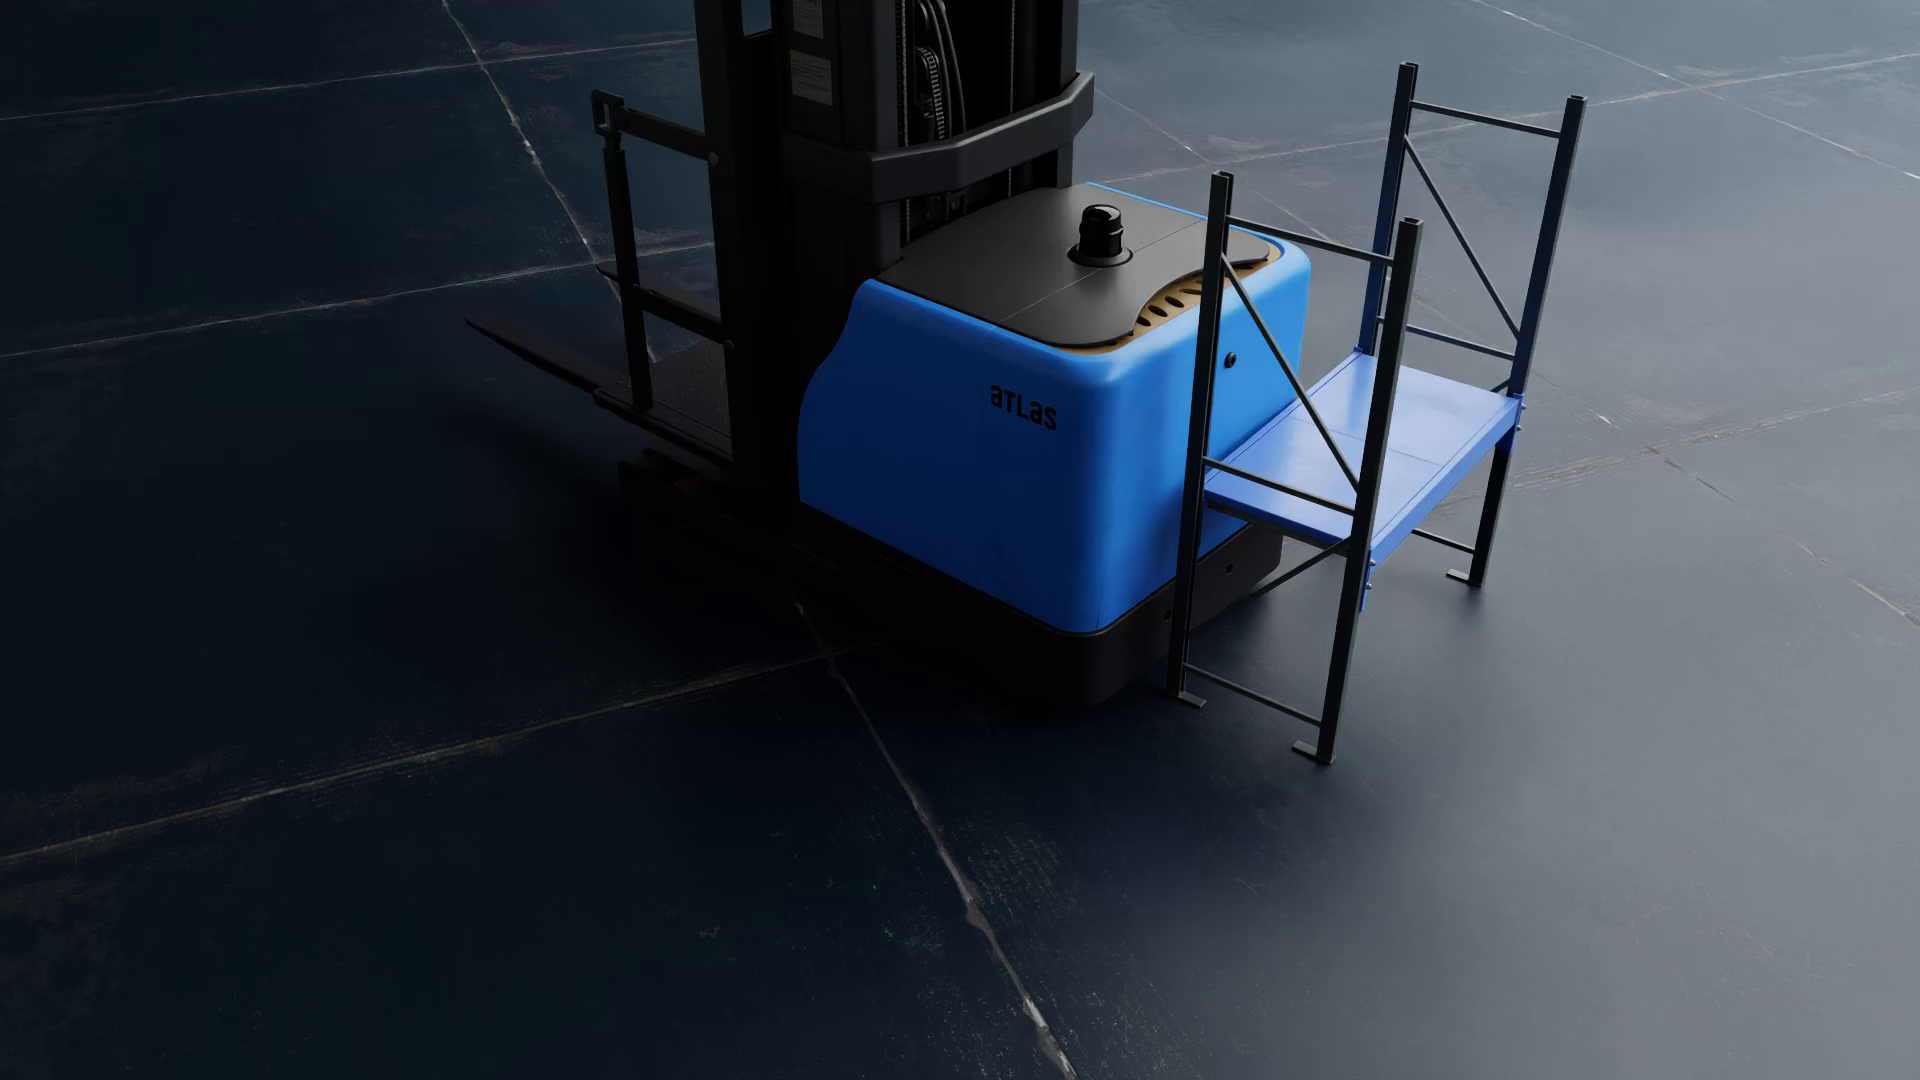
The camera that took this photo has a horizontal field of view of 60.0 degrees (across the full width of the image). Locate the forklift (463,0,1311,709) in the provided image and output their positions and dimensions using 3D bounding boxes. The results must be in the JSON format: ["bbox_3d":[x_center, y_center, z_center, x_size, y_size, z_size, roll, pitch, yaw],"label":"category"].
[{"bbox_3d":[-0.470,-1.454,4.798,3.031,2.935,1.130,26,41,34],"label":"forklift"}]

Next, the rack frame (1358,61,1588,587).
[{"bbox_3d":[1.386,-0.573,4.754,0.500,1.500,0.032,22,39,30],"label":"rack frame"}]

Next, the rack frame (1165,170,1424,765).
[{"bbox_3d":[0.779,-0.129,4.071,0.500,1.500,0.032,22,39,30],"label":"rack frame"}]

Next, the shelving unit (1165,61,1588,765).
[{"bbox_3d":[1.082,-0.351,4.412,0.538,1.500,1.048,22,39,30],"label":"shelving unit"}]

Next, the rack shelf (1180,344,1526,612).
[{"bbox_3d":[1.082,-0.200,4.511,0.538,0.185,1.000,22,39,30],"label":"rack shelf"}]
